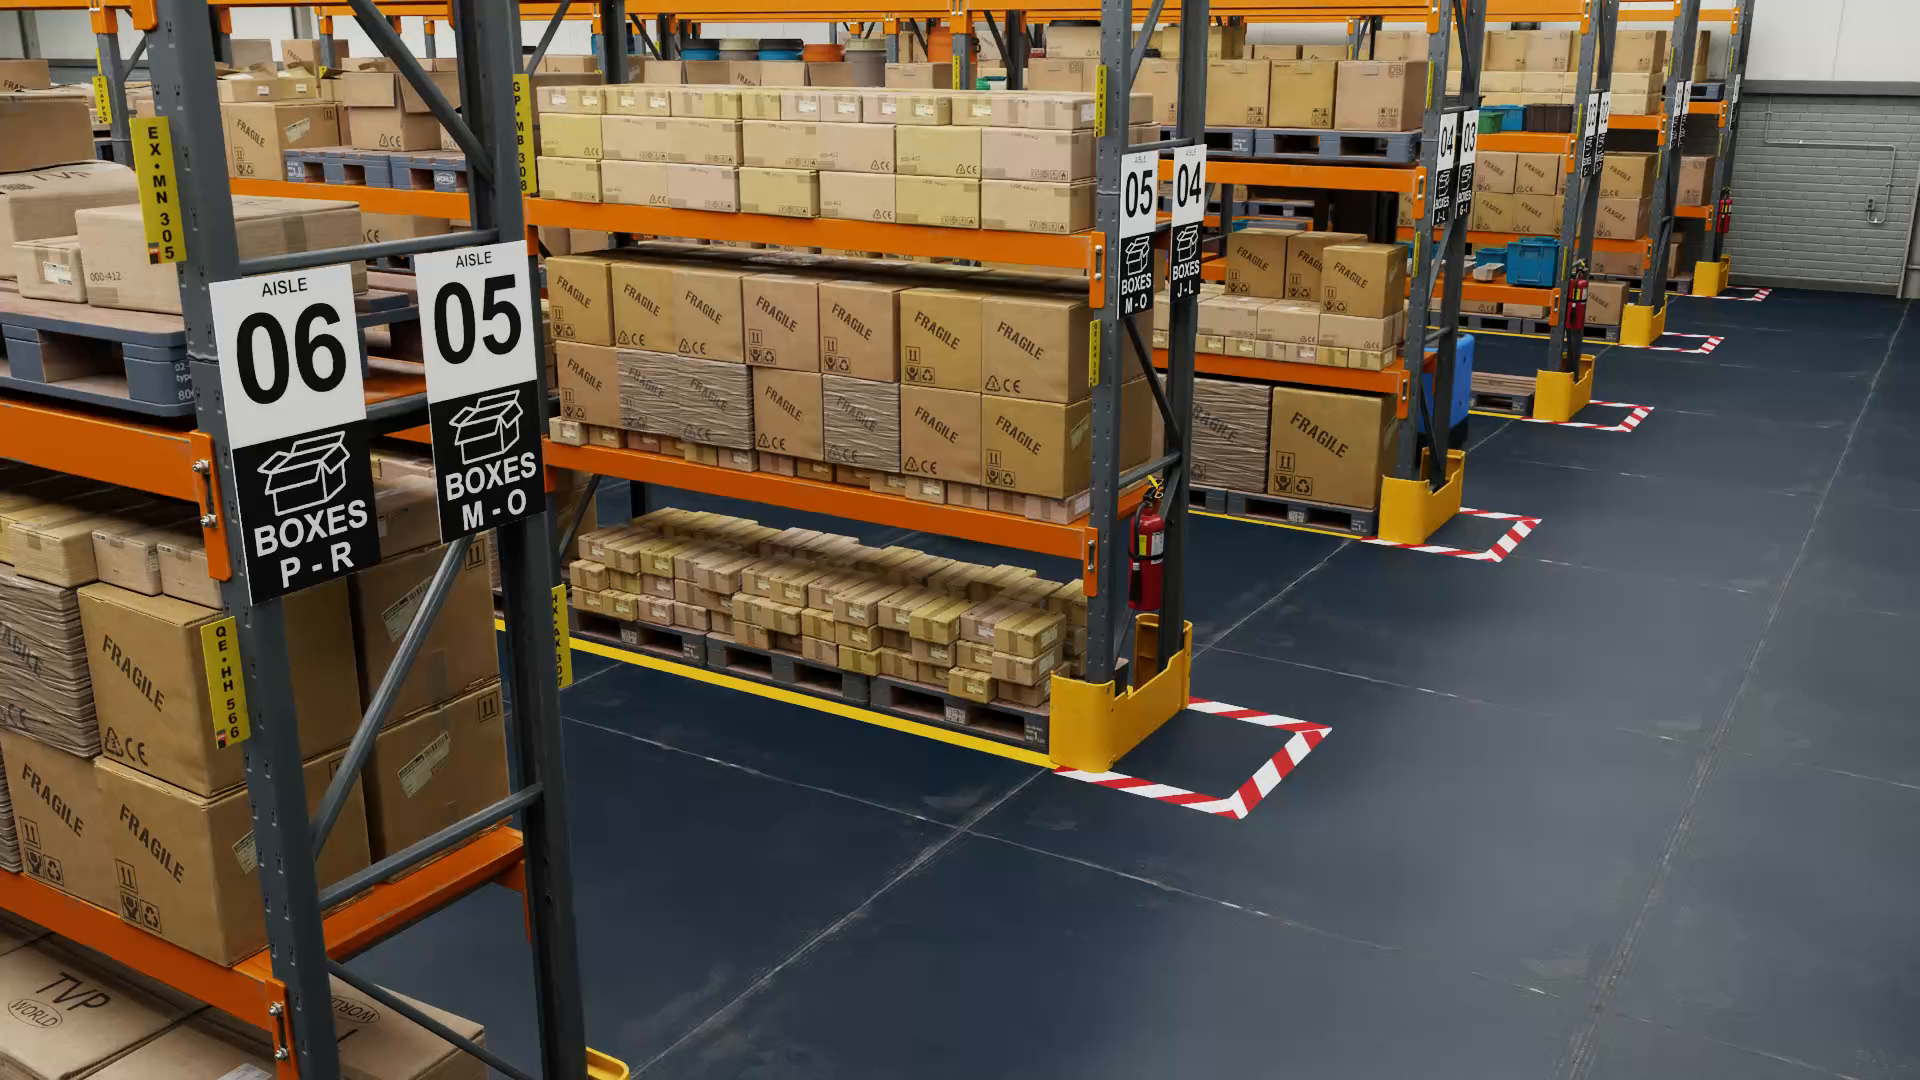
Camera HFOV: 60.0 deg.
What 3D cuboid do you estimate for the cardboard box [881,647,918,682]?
[{"bbox_3d":[-0.254,0.675,9.681,0.250,0.149,0.380,10,20,31],"label":"cardboard box"}]

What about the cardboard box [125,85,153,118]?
[{"bbox_3d":[-6.346,-3.373,12.922,0.500,0.311,0.500,10,20,30],"label":"cardboard box"}]

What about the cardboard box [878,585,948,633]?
[{"bbox_3d":[-0.269,0.395,9.578,0.250,0.149,0.380,9,19,28],"label":"cardboard box"}]

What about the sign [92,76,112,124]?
[{"bbox_3d":[-6.141,-3.151,11.907,0.005,0.325,0.100,10,20,30],"label":"sign"}]

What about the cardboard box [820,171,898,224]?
[{"bbox_3d":[-0.407,-1.872,8.979,0.500,0.250,0.500,11,20,32],"label":"cardboard box"}]

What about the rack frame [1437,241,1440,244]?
[{"bbox_3d":[8.023,-5.852,26.985,0.127,3.000,1.000,10,20,30],"label":"rack frame"}]

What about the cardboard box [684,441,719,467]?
[{"bbox_3d":[-1.442,-0.568,10.023,0.250,0.149,0.380,11,20,31],"label":"cardboard box"}]

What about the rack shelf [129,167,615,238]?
[{"bbox_3d":[-4.140,-2.354,11.546,4.000,0.370,1.077,10,20,30],"label":"rack shelf"}]

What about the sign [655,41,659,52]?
[{"bbox_3d":[-5.087,-8.204,27.929,0.005,0.325,0.100,10,20,30],"label":"sign"}]

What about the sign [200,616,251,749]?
[{"bbox_3d":[-1.827,0.356,4.148,0.005,0.325,0.100,10,20,30],"label":"sign"}]

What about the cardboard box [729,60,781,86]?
[{"bbox_3d":[-1.823,-4.279,15.753,0.500,0.500,0.500,11,20,33],"label":"cardboard box"}]

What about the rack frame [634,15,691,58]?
[{"bbox_3d":[-3.979,-7.485,22.041,0.127,3.000,1.000,10,20,30],"label":"rack frame"}]

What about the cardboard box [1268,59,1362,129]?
[{"bbox_3d":[2.767,-3.476,12.937,0.500,0.500,0.700,9,19,28],"label":"cardboard box"}]

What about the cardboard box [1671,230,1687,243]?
[{"bbox_3d":[10.994,-4.671,25.559,0.250,0.149,0.380,10,20,30],"label":"cardboard box"}]

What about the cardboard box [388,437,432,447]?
[{"bbox_3d":[-3.814,-0.659,12.178,0.500,0.250,0.500,11,20,32],"label":"cardboard box"}]

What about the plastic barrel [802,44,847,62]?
[{"bbox_3d":[-1.714,-5.925,21.328,0.708,0.830,0.600,10,20,30],"label":"plastic barrel"}]

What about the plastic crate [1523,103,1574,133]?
[{"bbox_3d":[6.065,-4.290,16.907,0.590,0.269,0.497,10,20,30],"label":"plastic crate"}]

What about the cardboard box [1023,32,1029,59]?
[{"bbox_3d":[0.938,-9.185,30.870,0.500,0.500,0.500,11,20,31],"label":"cardboard box"}]

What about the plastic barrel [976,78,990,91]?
[{"bbox_3d":[0.213,-5.350,19.718,0.294,0.245,0.294,0,17,0],"label":"plastic barrel"}]

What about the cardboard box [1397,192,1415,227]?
[{"bbox_3d":[6.164,-4.450,22.198,0.500,0.500,0.500,11,20,31],"label":"cardboard box"}]

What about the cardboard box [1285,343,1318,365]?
[{"bbox_3d":[2.742,-1.493,13.068,0.250,0.149,0.380,10,20,30],"label":"cardboard box"}]

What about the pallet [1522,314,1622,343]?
[{"bbox_3d":[8.098,-2.814,21.783,1.213,0.211,1.003,10,20,30],"label":"pallet"}]

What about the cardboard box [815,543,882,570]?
[{"bbox_3d":[-0.692,0.155,10.369,0.250,0.149,0.380,10,20,30],"label":"cardboard box"}]

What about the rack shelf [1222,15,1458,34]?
[{"bbox_3d":[6.319,-8.491,27.277,4.000,0.370,1.077,10,20,30],"label":"rack shelf"}]

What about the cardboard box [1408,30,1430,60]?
[{"bbox_3d":[6.220,-6.410,21.770,0.500,0.500,0.700,10,20,30],"label":"cardboard box"}]

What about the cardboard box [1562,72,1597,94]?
[{"bbox_3d":[7.845,-5.710,20.754,0.500,0.250,0.500,10,20,30],"label":"cardboard box"}]

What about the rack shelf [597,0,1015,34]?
[{"bbox_3d":[-1.458,-4.811,15.161,4.000,0.370,1.077,10,20,30],"label":"rack shelf"}]

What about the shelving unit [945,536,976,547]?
[{"bbox_3d":[0.046,-0.494,12.702,0.252,1.050,0.215,10,20,30],"label":"shelving unit"}]

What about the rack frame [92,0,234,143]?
[{"bbox_3d":[-5.844,-4.437,12.007,0.127,3.000,1.000,10,20,30],"label":"rack frame"}]

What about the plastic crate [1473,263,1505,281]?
[{"bbox_3d":[5.457,-2.771,17.195,0.243,0.136,0.396,10,20,30],"label":"plastic crate"}]

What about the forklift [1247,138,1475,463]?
[{"bbox_3d":[3.277,-2.393,15.717,3.031,2.935,1.130,9,19,28],"label":"forklift"}]

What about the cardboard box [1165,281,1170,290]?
[{"bbox_3d":[1.637,-2.084,14.328,0.500,0.250,0.500,11,20,31],"label":"cardboard box"}]

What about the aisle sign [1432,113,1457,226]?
[{"bbox_3d":[3.559,-2.722,12.207,0.004,0.787,0.394,10,20,30],"label":"aisle sign"}]

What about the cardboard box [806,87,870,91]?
[{"bbox_3d":[-0.684,-2.548,9.660,0.250,0.149,0.380,10,19,29],"label":"cardboard box"}]

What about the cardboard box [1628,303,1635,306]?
[{"bbox_3d":[8.665,-3.011,21.781,0.250,0.149,0.380,10,20,30],"label":"cardboard box"}]

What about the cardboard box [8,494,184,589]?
[{"bbox_3d":[-2.435,-0.001,4.716,0.250,0.149,0.380,10,20,30],"label":"cardboard box"}]

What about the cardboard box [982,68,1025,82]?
[{"bbox_3d":[0.672,-7.017,25.197,0.500,0.250,0.500,10,19,29],"label":"cardboard box"}]

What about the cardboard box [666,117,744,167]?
[{"bbox_3d":[-1.307,-2.272,9.435,0.500,0.250,0.500,11,20,31],"label":"cardboard box"}]

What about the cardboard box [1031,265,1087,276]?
[{"bbox_3d":[0.936,-2.388,14.037,0.500,0.500,0.500,10,20,30],"label":"cardboard box"}]

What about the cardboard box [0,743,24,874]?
[{"bbox_3d":[-2.944,0.680,5.310,0.500,0.500,0.500,11,20,32],"label":"cardboard box"}]

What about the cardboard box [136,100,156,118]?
[{"bbox_3d":[-5.497,-2.897,11.925,0.500,0.500,0.500,10,20,30],"label":"cardboard box"}]

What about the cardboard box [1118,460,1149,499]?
[{"bbox_3d":[0.869,-0.360,9.338,0.250,0.149,0.380,10,20,30],"label":"cardboard box"}]

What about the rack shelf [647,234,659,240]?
[{"bbox_3d":[-2.274,-3.967,22.016,4.000,0.370,1.077,10,20,30],"label":"rack shelf"}]

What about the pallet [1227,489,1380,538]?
[{"bbox_3d":[2.933,-0.331,13.608,1.213,0.211,1.003,10,20,30],"label":"pallet"}]

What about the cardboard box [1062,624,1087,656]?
[{"bbox_3d":[0.661,0.528,9.654,0.250,0.149,0.380,11,20,32],"label":"cardboard box"}]

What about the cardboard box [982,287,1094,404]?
[{"bbox_3d":[0.453,-1.027,8.696,0.500,0.500,0.500,10,19,29],"label":"cardboard box"}]

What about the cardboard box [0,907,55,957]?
[{"bbox_3d":[-3.698,1.566,6.251,0.875,0.438,0.875,9,19,28],"label":"cardboard box"}]

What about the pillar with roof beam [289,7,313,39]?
[{"bbox_3d":[-18.744,-12.327,37.980,0.400,9.000,9.100,10,20,30],"label":"pillar with roof beam"}]

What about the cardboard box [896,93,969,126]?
[{"bbox_3d":[-0.124,-2.235,8.630,0.250,0.149,0.380,10,20,31],"label":"cardboard box"}]

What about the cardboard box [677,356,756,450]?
[{"bbox_3d":[-1.310,-0.852,9.841,0.500,0.500,0.500,10,19,29],"label":"cardboard box"}]

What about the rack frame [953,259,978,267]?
[{"bbox_3d":[0.246,-2.171,14.869,0.127,3.000,1.000,10,20,30],"label":"rack frame"}]

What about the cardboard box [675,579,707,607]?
[{"bbox_3d":[-1.576,0.283,10.459,0.250,0.149,0.380,9,19,27],"label":"cardboard box"}]

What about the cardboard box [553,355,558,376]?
[{"bbox_3d":[-2.770,-1.254,11.557,0.250,0.149,0.380,10,20,31],"label":"cardboard box"}]

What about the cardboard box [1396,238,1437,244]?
[{"bbox_3d":[7.401,-5.091,27.456,0.750,0.750,0.750,10,20,31],"label":"cardboard box"}]

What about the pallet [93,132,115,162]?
[{"bbox_3d":[-6.420,-2.997,12.749,1.003,0.211,1.213,11,20,33],"label":"pallet"}]
